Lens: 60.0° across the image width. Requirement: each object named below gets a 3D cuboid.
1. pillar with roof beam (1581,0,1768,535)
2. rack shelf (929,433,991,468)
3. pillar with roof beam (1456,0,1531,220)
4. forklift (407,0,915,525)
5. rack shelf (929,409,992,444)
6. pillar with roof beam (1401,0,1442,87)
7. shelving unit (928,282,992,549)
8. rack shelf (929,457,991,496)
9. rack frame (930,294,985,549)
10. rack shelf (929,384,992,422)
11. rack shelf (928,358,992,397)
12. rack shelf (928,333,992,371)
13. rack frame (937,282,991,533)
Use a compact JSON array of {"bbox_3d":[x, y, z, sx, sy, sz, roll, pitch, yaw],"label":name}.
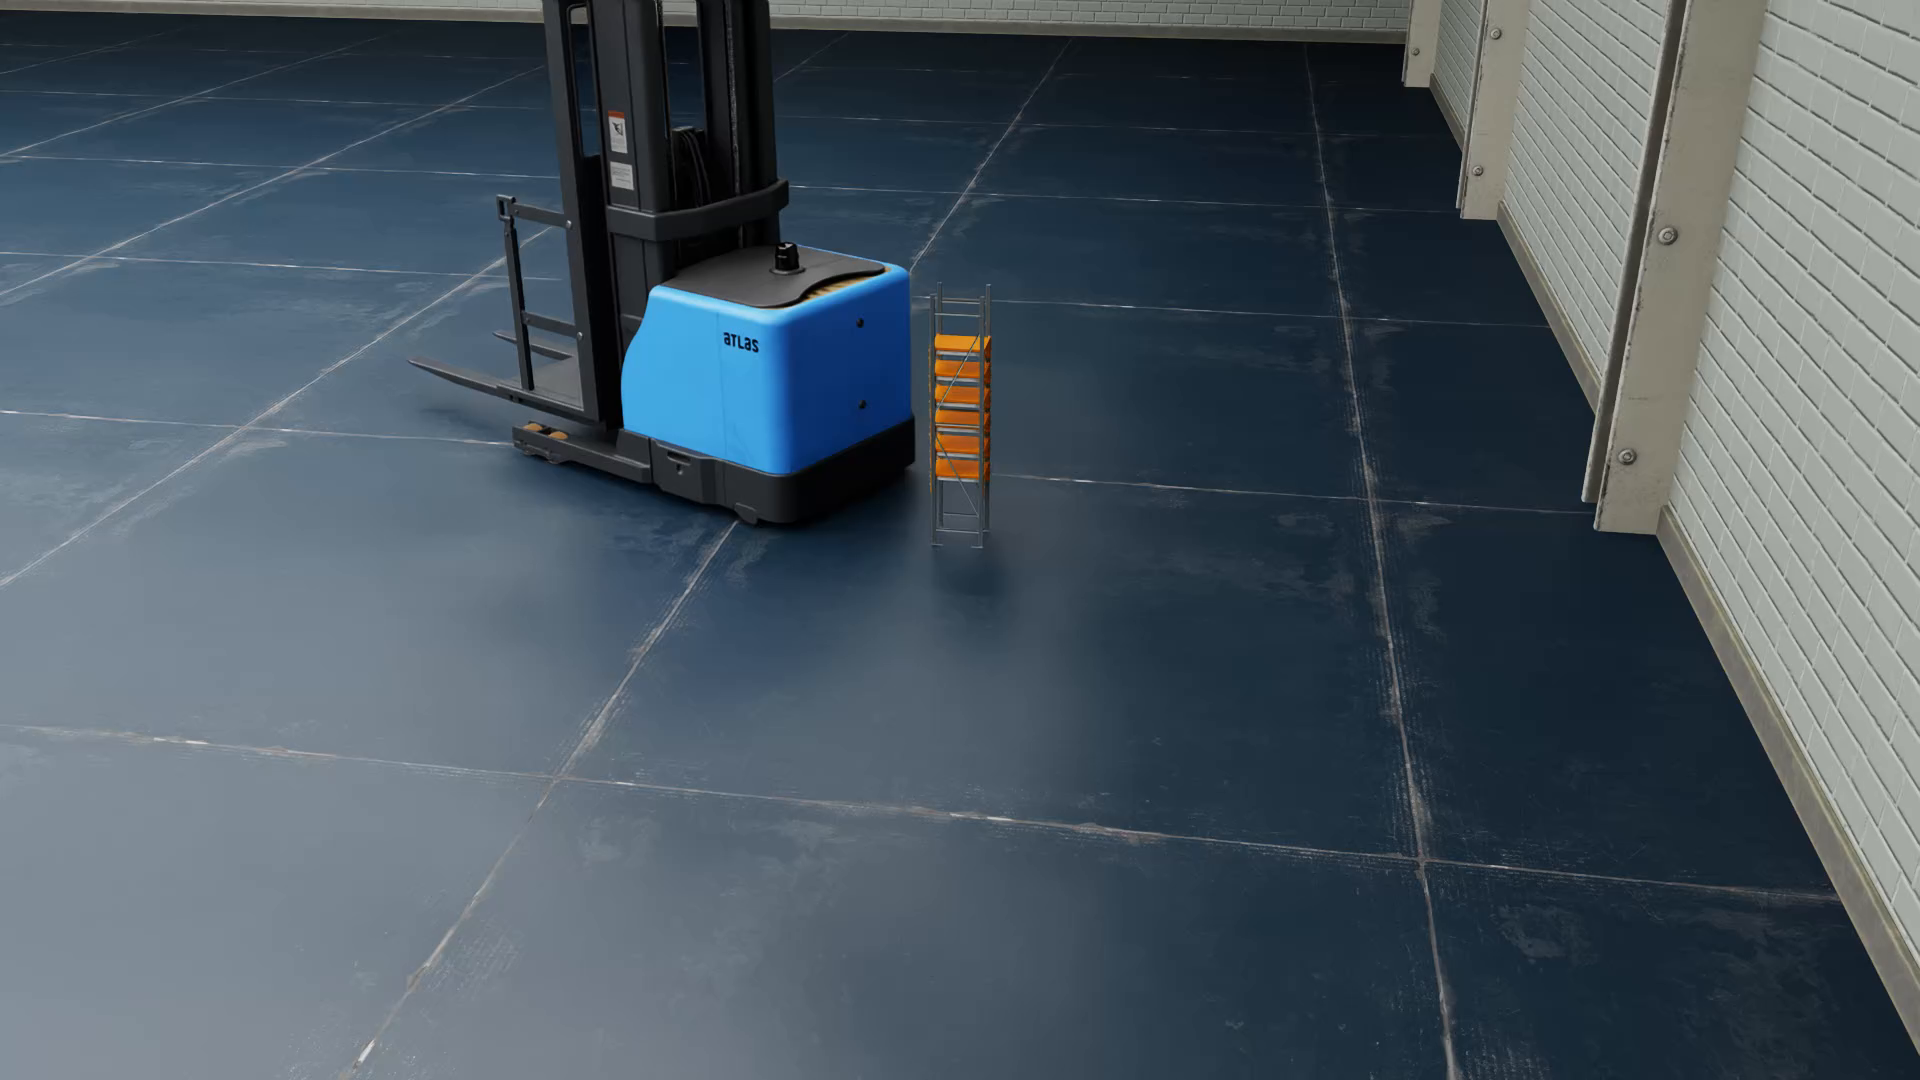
[{"bbox_3d":[-1.065,-4.490,6.728,9.100,9.000,0.400,4,25,9],"label":"pillar with roof beam"},{"bbox_3d":[0.002,-0.401,7.578,0.258,0.103,0.180,4,25,9],"label":"rack shelf"},{"bbox_3d":[-0.084,-7.000,12.089,9.100,9.000,0.400,4,25,9],"label":"pillar with roof beam"},{"bbox_3d":[-1.716,-1.881,8.311,3.031,2.935,1.130,17,30,32],"label":"forklift"},{"bbox_3d":[0.002,-0.509,7.527,0.258,0.103,0.180,4,25,9],"label":"rack shelf"},{"bbox_3d":[0.897,-9.509,17.450,9.100,9.000,0.400,4,25,9],"label":"pillar with roof beam"},{"bbox_3d":[0.002,-0.549,7.509,0.258,1.200,0.189,4,25,9],"label":"shelving unit"},{"bbox_3d":[0.002,-0.292,7.629,0.258,0.103,0.180,4,25,9],"label":"rack shelf"},{"bbox_3d":[-0.013,-0.511,7.427,0.240,1.200,0.006,4,25,9],"label":"rack frame"},{"bbox_3d":[0.002,-0.618,7.477,0.258,0.103,0.180,4,25,9],"label":"rack shelf"},{"bbox_3d":[0.002,-0.727,7.426,0.258,0.103,0.180,4,25,9],"label":"rack shelf"},{"bbox_3d":[0.002,-0.835,7.375,0.258,0.103,0.180,4,25,9],"label":"rack shelf"},{"bbox_3d":[0.017,-0.588,7.590,0.240,1.200,0.006,4,25,9],"label":"rack frame"}]
